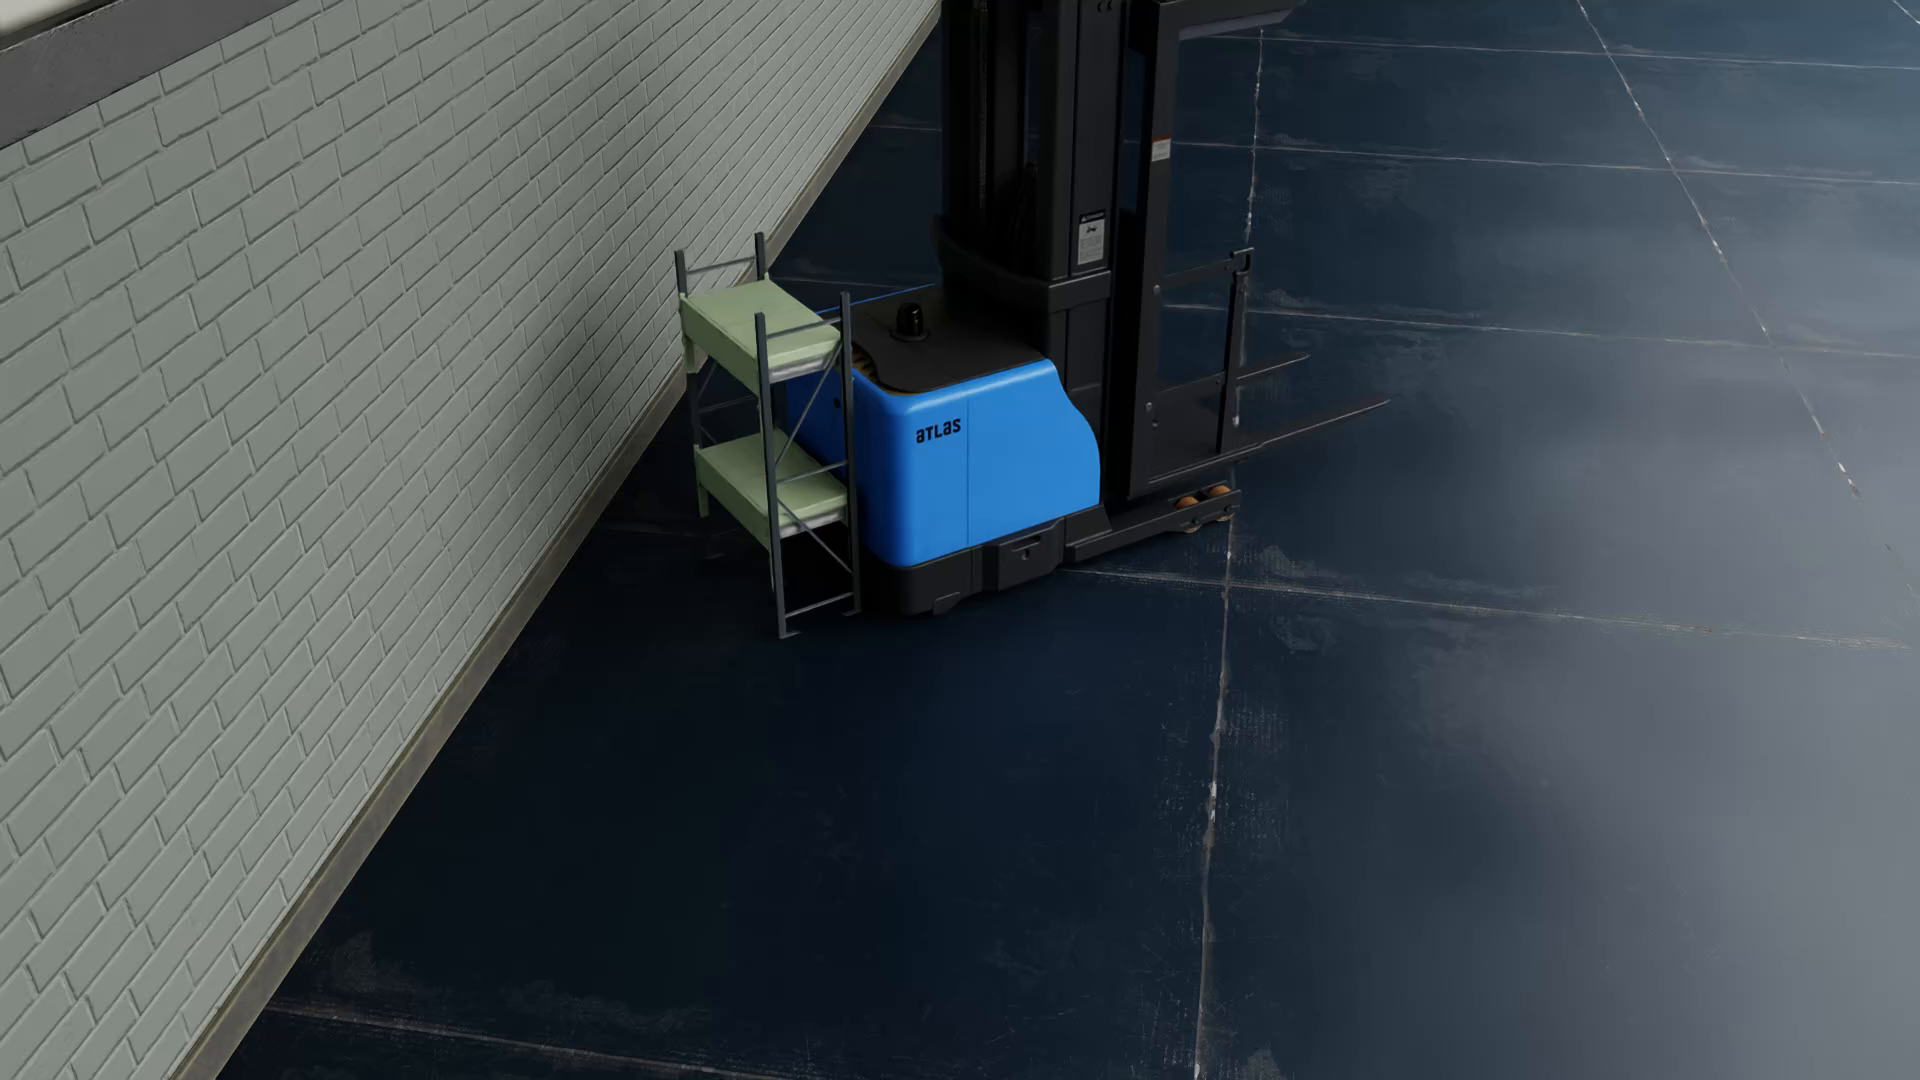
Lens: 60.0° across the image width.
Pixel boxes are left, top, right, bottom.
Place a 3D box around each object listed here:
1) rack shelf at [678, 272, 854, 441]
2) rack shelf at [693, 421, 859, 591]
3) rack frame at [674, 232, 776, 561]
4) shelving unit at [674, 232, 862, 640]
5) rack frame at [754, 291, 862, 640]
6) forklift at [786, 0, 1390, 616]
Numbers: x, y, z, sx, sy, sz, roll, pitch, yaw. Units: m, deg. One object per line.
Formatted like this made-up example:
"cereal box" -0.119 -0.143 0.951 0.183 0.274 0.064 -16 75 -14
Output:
"rack shelf" -0.801 -0.767 6.826 0.431 0.370 0.720 -19 37 -27
"rack shelf" -0.801 -0.160 7.206 0.431 0.370 0.720 -19 37 -27
"rack frame" -0.997 -0.600 7.295 0.400 1.500 0.023 -19 37 -27
"shelving unit" -0.801 -0.436 7.033 0.431 1.500 0.755 -19 37 -27
"rack frame" -0.604 -0.272 6.771 0.400 1.500 0.023 -19 37 -27
"forklift" 0.735 -1.495 7.377 3.031 2.935 1.130 -18 36 -27
